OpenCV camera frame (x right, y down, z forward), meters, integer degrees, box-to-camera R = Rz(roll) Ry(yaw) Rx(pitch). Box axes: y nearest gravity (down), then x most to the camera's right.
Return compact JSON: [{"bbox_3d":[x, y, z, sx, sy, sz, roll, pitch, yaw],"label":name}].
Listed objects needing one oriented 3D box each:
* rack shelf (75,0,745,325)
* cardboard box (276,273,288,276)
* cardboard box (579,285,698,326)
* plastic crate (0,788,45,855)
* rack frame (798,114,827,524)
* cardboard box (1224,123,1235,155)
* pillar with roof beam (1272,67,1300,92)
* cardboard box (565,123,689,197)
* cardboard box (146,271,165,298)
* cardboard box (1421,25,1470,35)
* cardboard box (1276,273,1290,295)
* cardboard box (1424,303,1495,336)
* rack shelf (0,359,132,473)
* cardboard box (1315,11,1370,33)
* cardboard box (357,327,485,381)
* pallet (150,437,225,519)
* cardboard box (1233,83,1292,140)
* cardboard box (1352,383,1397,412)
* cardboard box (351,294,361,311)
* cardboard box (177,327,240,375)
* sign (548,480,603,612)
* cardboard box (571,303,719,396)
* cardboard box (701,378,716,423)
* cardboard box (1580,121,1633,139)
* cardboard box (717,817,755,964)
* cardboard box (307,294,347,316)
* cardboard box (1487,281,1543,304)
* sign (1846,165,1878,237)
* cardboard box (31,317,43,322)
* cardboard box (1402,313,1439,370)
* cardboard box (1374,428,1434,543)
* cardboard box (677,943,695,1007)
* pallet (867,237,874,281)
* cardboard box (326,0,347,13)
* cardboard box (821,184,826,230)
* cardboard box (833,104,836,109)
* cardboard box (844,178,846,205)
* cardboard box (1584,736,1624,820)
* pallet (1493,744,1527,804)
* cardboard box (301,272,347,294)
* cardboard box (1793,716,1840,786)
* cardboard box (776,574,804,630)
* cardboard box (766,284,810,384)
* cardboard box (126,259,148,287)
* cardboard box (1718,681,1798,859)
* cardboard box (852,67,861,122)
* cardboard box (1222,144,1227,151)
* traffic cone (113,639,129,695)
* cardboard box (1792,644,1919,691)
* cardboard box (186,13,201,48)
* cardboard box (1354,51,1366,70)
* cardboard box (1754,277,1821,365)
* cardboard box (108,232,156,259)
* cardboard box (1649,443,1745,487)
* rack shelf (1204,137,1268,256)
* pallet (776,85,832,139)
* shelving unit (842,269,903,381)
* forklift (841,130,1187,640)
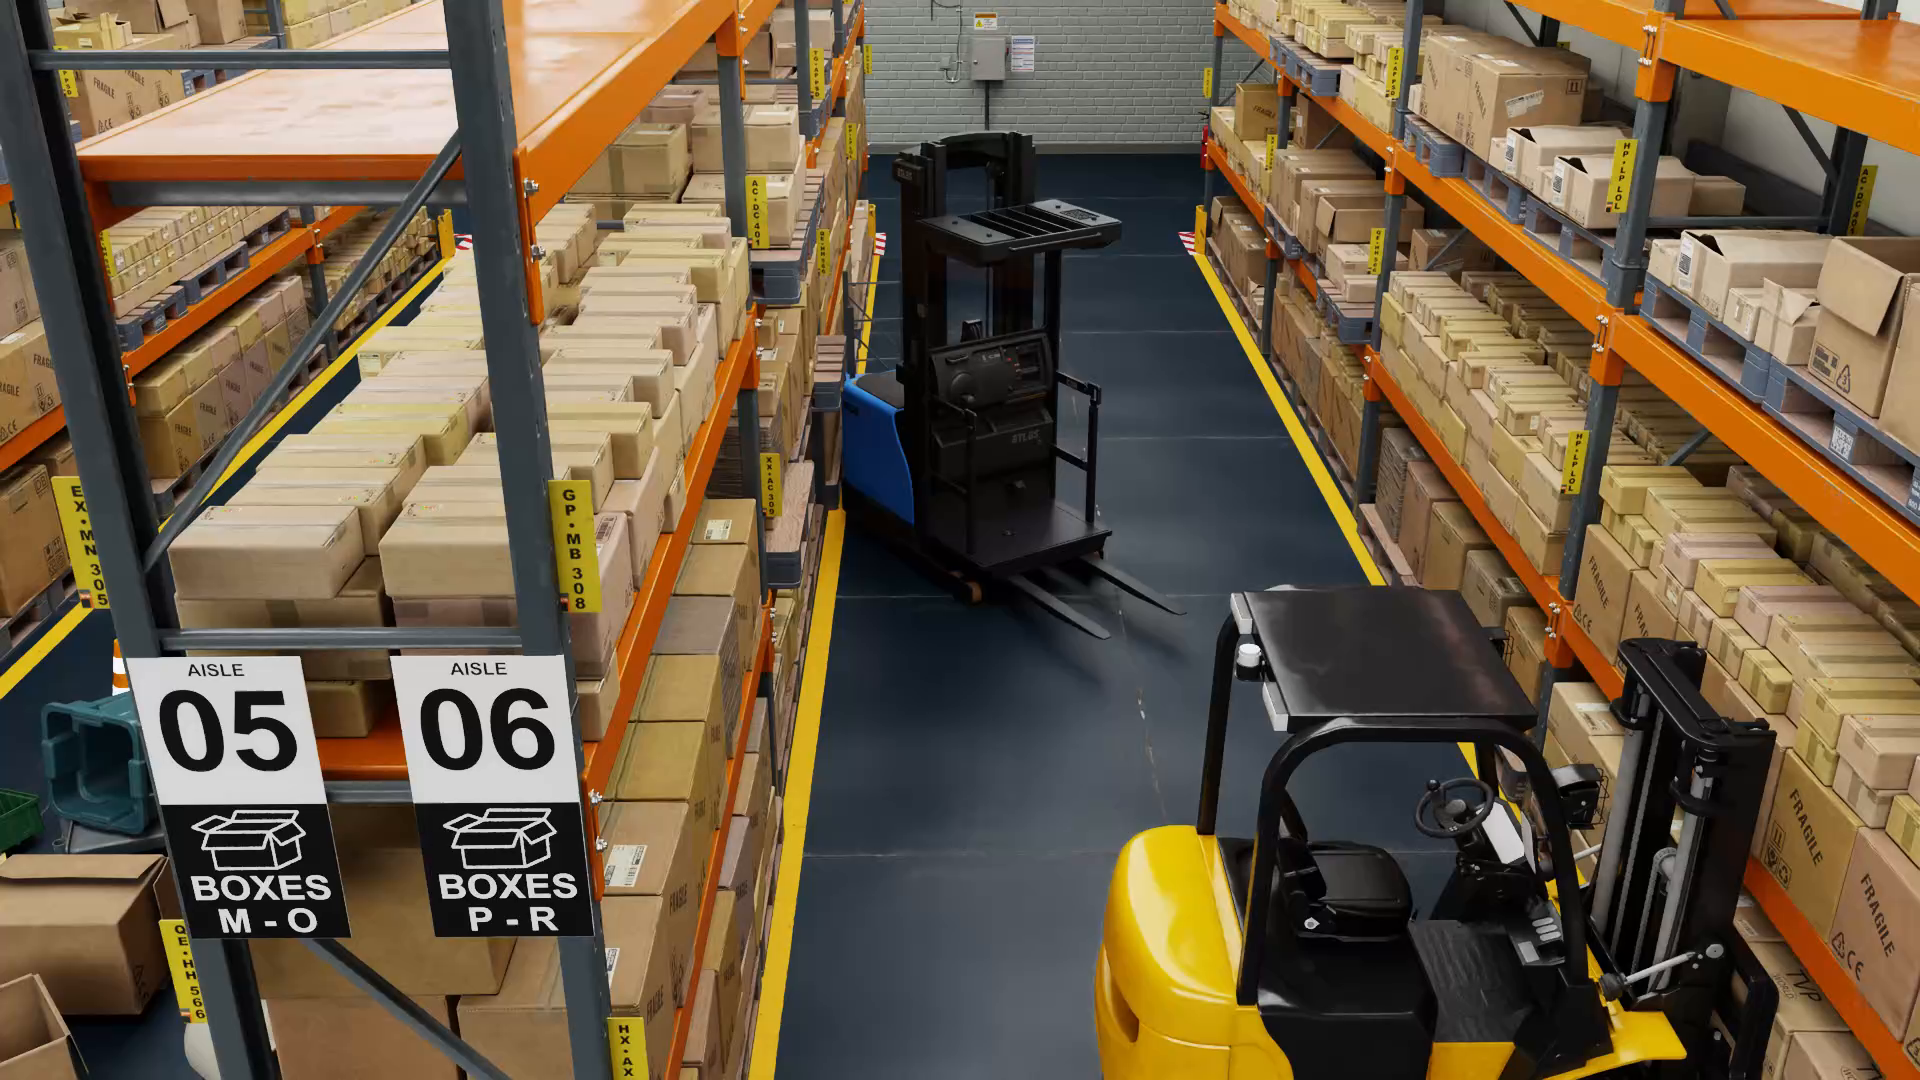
[{"bbox_3d":[-1.436,-1.444,5.283,1.077,0.370,4.000,0,24,-1],"label":"rack shelf"},{"bbox_3d":[-6.800,-2.511,16.273,0.380,0.149,0.250,0,24,0],"label":"cardboard box"},{"bbox_3d":[-1.154,-0.816,5.994,0.380,0.149,0.250,0,24,0],"label":"cardboard box"},{"bbox_3d":[-5.094,1.521,8.474,0.450,0.188,0.662,3,22,31],"label":"plastic crate"},{"bbox_3d":[-1.501,-1.512,11.837,1.000,3.000,0.127,0,24,-1],"label":"rack frame"},{"bbox_3d":[3.125,-4.295,17.811,0.500,0.250,0.500,-1,24,-2],"label":"cardboard box"},{"bbox_3d":[-0.058,-8.662,20.365,9.100,9.000,0.400,0,24,-1],"label":"pillar with roof beam"},{"bbox_3d":[-1.591,-1.820,7.943,0.500,0.250,0.500,0,24,1],"label":"cardboard box"},{"bbox_3d":[-6.259,-1.932,12.561,0.380,0.149,0.250,1,24,2],"label":"cardboard box"},{"bbox_3d":[3.661,-3.826,12.651,0.380,0.149,0.250,0,24,-1],"label":"cardboard box"},{"bbox_3d":[3.157,-2.383,15.500,0.380,0.149,0.250,1,24,2],"label":"cardboard box"},{"bbox_3d":[3.219,-1.421,10.727,0.380,0.149,0.250,0,24,0],"label":"cardboard box"},{"bbox_3d":[-6.428,-0.297,10.022,1.077,0.370,4.000,0,24,-1],"label":"rack shelf"},{"bbox_3d":[3.066,-4.153,13.350,0.380,0.149,0.250,0,24,0],"label":"cardboard box"},{"bbox_3d":[-1.763,-0.601,5.520,0.380,0.149,0.250,0,24,1],"label":"cardboard box"},{"bbox_3d":[-6.457,-0.500,12.983,1.003,0.211,1.213,0,24,-1],"label":"pallet"},{"bbox_3d":[3.127,-4.435,17.211,0.500,0.500,0.500,0,24,1],"label":"cardboard box"},{"bbox_3d":[3.204,-1.087,12.632,0.380,0.149,0.250,-1,24,-3],"label":"cardboard box"},{"bbox_3d":[-6.234,-2.352,16.645,0.380,0.149,0.250,0,24,-1],"label":"cardboard box"},{"bbox_3d":[-6.213,-1.541,13.514,0.500,0.250,0.500,0,24,0],"label":"cardboard box"},{"bbox_3d":[-0.871,0.017,3.756,0.100,0.325,0.005,0,24,-1],"label":"sign"},{"bbox_3d":[-1.186,-0.699,6.220,0.500,0.250,0.500,-1,24,-1],"label":"cardboard box"},{"bbox_3d":[-1.152,-0.564,6.404,0.380,0.149,0.250,0,24,1],"label":"cardboard box"},{"bbox_3d":[3.697,-2.357,9.717,0.380,0.166,0.250,0,24,-1],"label":"cardboard box"},{"bbox_3d":[-1.169,1.518,7.054,0.500,0.500,0.500,1,24,2],"label":"cardboard box"},{"bbox_3d":[-6.177,-2.275,16.113,0.380,0.149,0.250,1,24,2],"label":"cardboard box"},{"bbox_3d":[3.783,-1.637,11.204,0.380,0.149,0.250,0,24,1],"label":"cardboard box"},{"bbox_3d":[4.061,-1.529,7.512,0.100,0.325,0.005,0,24,-1],"label":"sign"},{"bbox_3d":[-6.176,-1.310,11.268,0.500,0.500,0.500,0,24,-1],"label":"cardboard box"},{"bbox_3d":[3.227,-1.305,10.955,0.500,0.250,0.500,0,24,1],"label":"cardboard box"},{"bbox_3d":[3.455,-0.388,11.724,0.875,0.625,0.625,1,24,1],"label":"cardboard box"},{"bbox_3d":[-1.106,1.439,5.616,0.380,0.149,0.250,0,24,0],"label":"cardboard box"},{"bbox_3d":[-1.501,-3.209,18.973,1.003,0.211,1.213,0,24,-1],"label":"pallet"},{"bbox_3d":[-6.251,-5.235,16.003,0.500,0.250,0.500,0,24,0],"label":"cardboard box"},{"bbox_3d":[-1.277,-2.422,12.514,0.500,0.500,0.500,0,24,0],"label":"cardboard box"},{"bbox_3d":[-1.289,-4.089,15.411,0.380,0.149,0.250,-1,24,-1],"label":"cardboard box"},{"bbox_3d":[-1.297,-3.139,15.010,0.500,0.250,0.500,0,24,-1],"label":"cardboard box"},{"bbox_3d":[3.193,1.129,7.610,0.500,0.250,0.500,0,24,0],"label":"cardboard box"},{"bbox_3d":[3.459,1.079,9.491,1.003,0.211,1.213,0,24,-1],"label":"pallet"},{"bbox_3d":[-6.234,-2.517,16.286,0.380,0.149,0.250,1,24,2],"label":"cardboard box"},{"bbox_3d":[3.227,0.749,5.929,0.380,0.149,0.250,0,24,0],"label":"cardboard box"},{"bbox_3d":[-1.486,0.343,10.414,0.950,0.372,0.625,1,24,1],"label":"cardboard box"},{"bbox_3d":[-1.195,-1.278,10.327,0.500,0.500,0.500,-2,24,-4],"label":"cardboard box"},{"bbox_3d":[-6.259,-1.973,12.289,0.380,0.149,0.250,1,24,2],"label":"cardboard box"},{"bbox_3d":[3.263,0.881,6.424,0.500,0.500,0.500,0,24,0],"label":"cardboard box"},{"bbox_3d":[-1.308,-4.693,17.536,0.500,0.500,0.500,0,24,-1],"label":"cardboard box"},{"bbox_3d":[3.153,-4.477,18.697,0.380,0.149,0.250,0,24,1],"label":"cardboard box"},{"bbox_3d":[-4.911,0.796,9.811,0.336,0.463,0.334,0,24,-1],"label":"traffic cone"},{"bbox_3d":[3.312,0.505,6.107,0.380,0.149,0.250,0,24,0],"label":"cardboard box"},{"bbox_3d":[-6.694,-4.251,13.850,0.500,0.311,0.500,-1,24,-1],"label":"cardboard box"},{"bbox_3d":[3.230,-3.692,12.714,0.380,0.149,0.250,0,24,1],"label":"cardboard box"},{"bbox_3d":[3.219,-0.817,6.193,0.396,0.266,0.258,-1,24,-2],"label":"cardboard box"},{"bbox_3d":[-6.265,-2.200,12.430,0.380,0.149,0.250,0,24,-1],"label":"cardboard box"},{"bbox_3d":[3.717,-0.375,8.414,0.380,0.149,0.250,-1,24,-2],"label":"cardboard box"},{"bbox_3d":[3.397,-3.681,17.505,1.077,0.370,4.000,0,24,-1],"label":"rack shelf"},{"bbox_3d":[-1.561,-3.058,11.844,1.213,0.211,1.003,1,24,2],"label":"pallet"},{"bbox_3d":[-0.635,-1.257,13.093,0.538,1.500,1.048,-2,24,-5],"label":"shelving unit"},{"bbox_3d":[0.341,-1.119,11.051,1.130,2.935,3.031,-15,28,-30],"label":"forklift"}]
